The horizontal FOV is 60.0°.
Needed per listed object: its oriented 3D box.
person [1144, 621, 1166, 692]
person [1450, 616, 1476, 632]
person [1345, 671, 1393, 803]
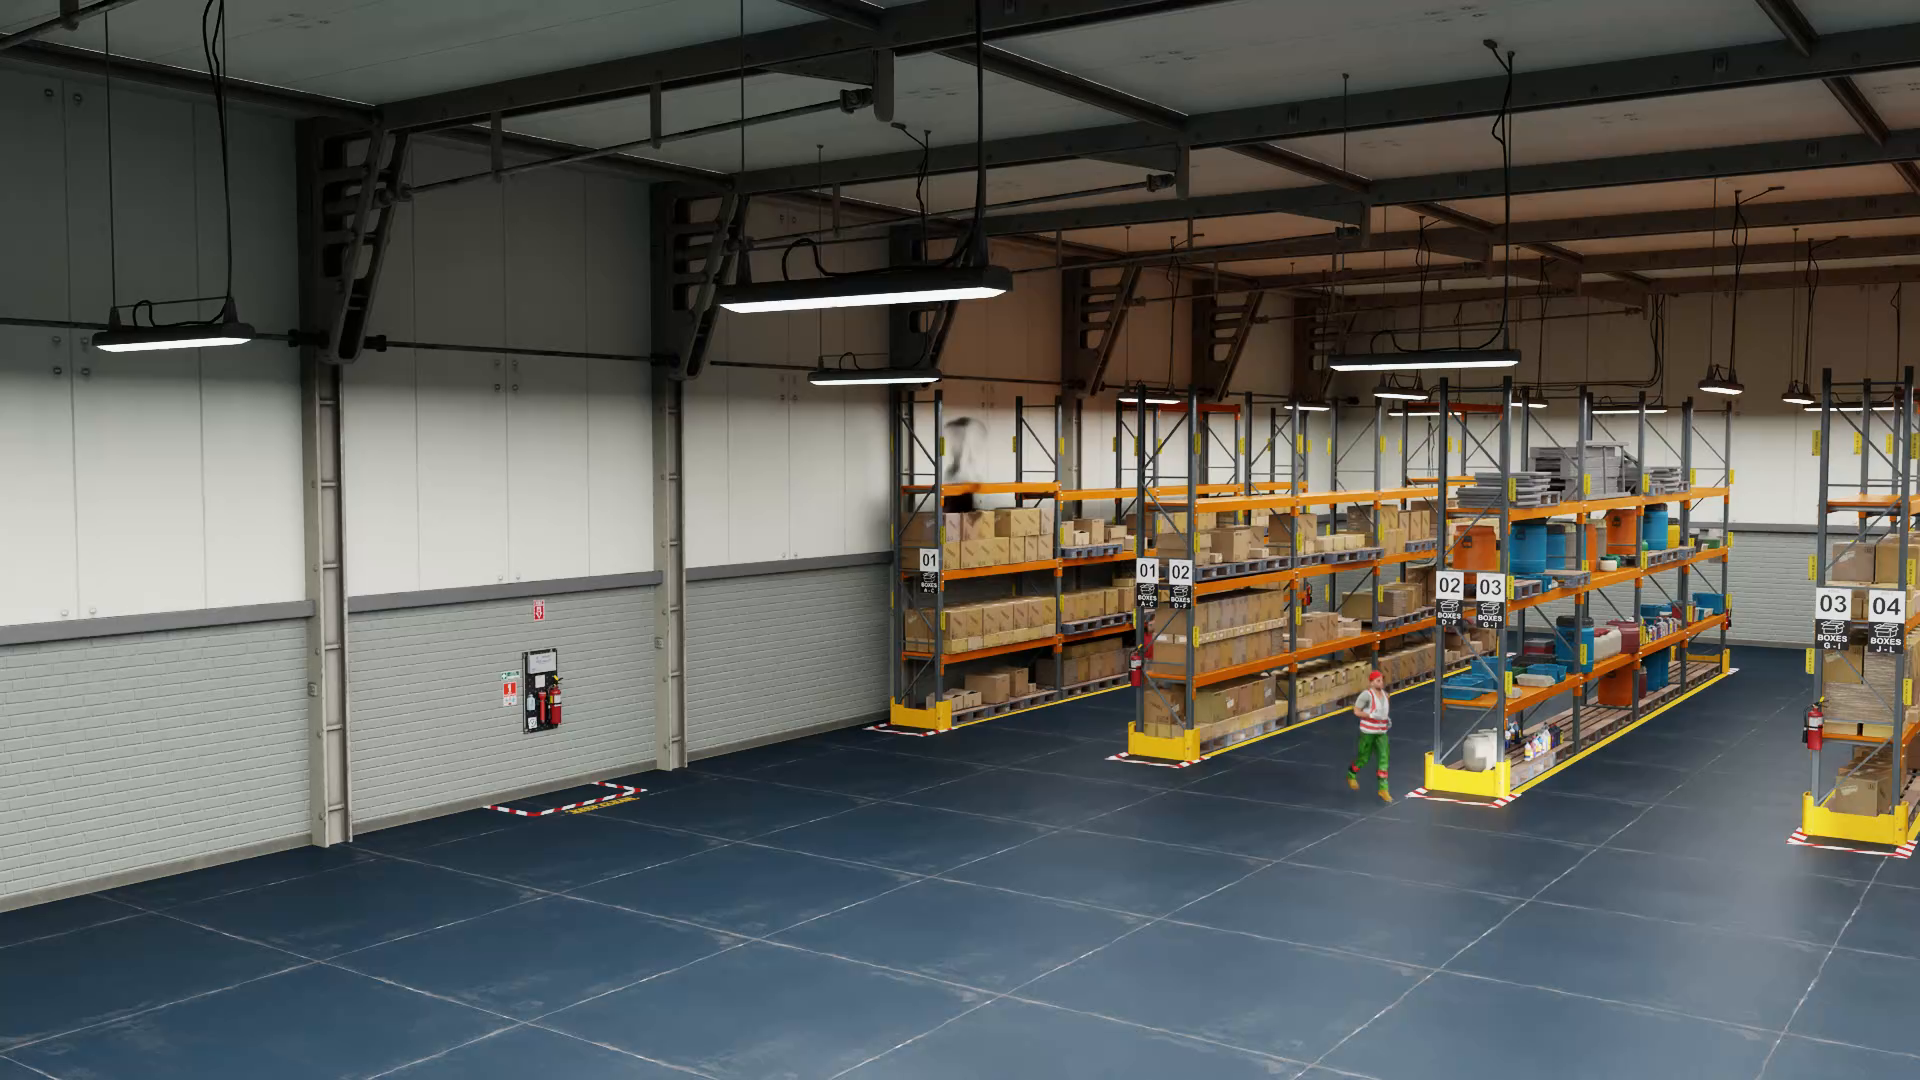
[{"bbox_3d":[3.672,2.382,31.824,0.665,1.688,0.603,2,4,30],"label":"person"},{"bbox_3d":[12.710,1.791,41.435,0.544,1.483,0.603,3,4,41],"label":"person"},{"bbox_3d":[5.893,2.764,23.708,0.662,1.816,0.946,-1,3,-23],"label":"person"}]
